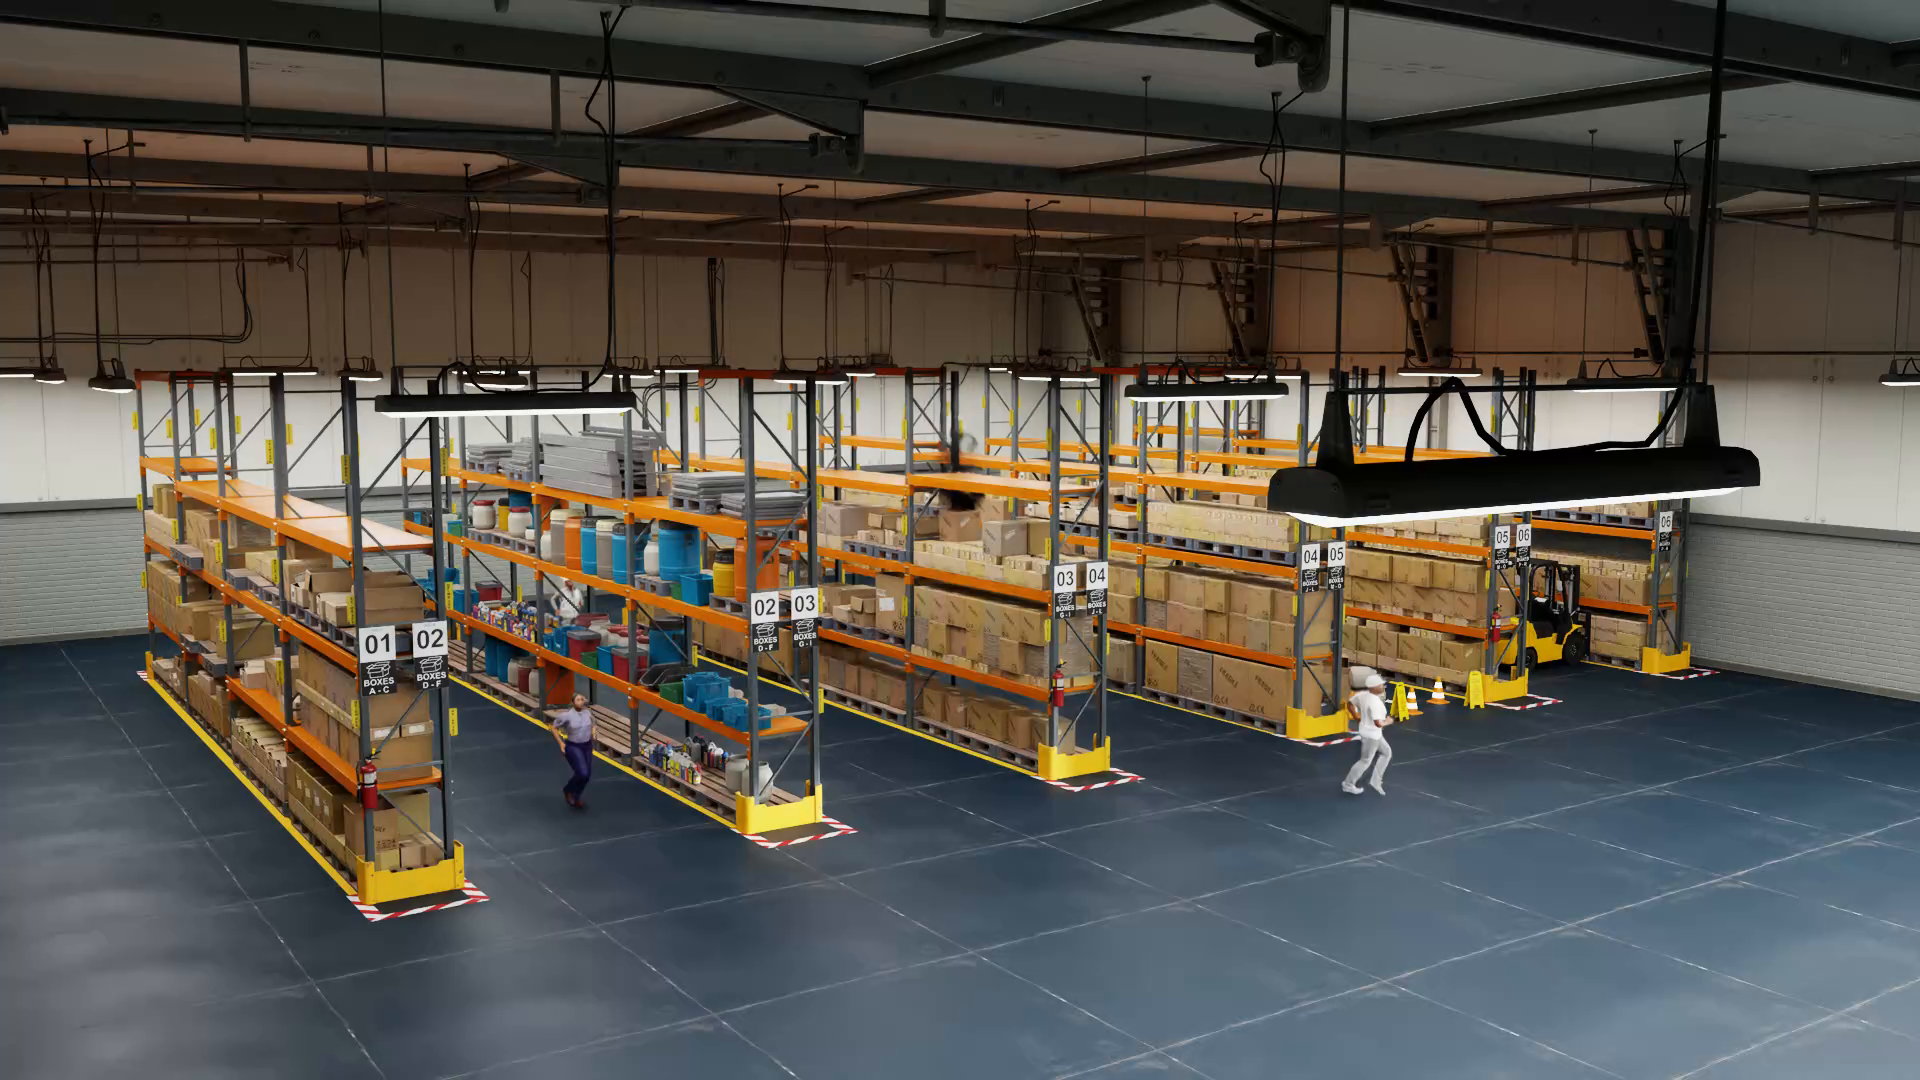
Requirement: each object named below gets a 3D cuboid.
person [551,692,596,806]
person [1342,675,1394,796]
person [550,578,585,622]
[{"bbox_3d":[-5.282,2.920,23.099,0.597,1.607,0.590,5,8,40],"label":"person"},{"bbox_3d":[5.819,2.801,23.670,0.715,1.795,0.648,1,6,6],"label":"person"},{"bbox_3d":[-8.018,1.596,34.246,0.727,1.804,0.628,6,9,41],"label":"person"}]
